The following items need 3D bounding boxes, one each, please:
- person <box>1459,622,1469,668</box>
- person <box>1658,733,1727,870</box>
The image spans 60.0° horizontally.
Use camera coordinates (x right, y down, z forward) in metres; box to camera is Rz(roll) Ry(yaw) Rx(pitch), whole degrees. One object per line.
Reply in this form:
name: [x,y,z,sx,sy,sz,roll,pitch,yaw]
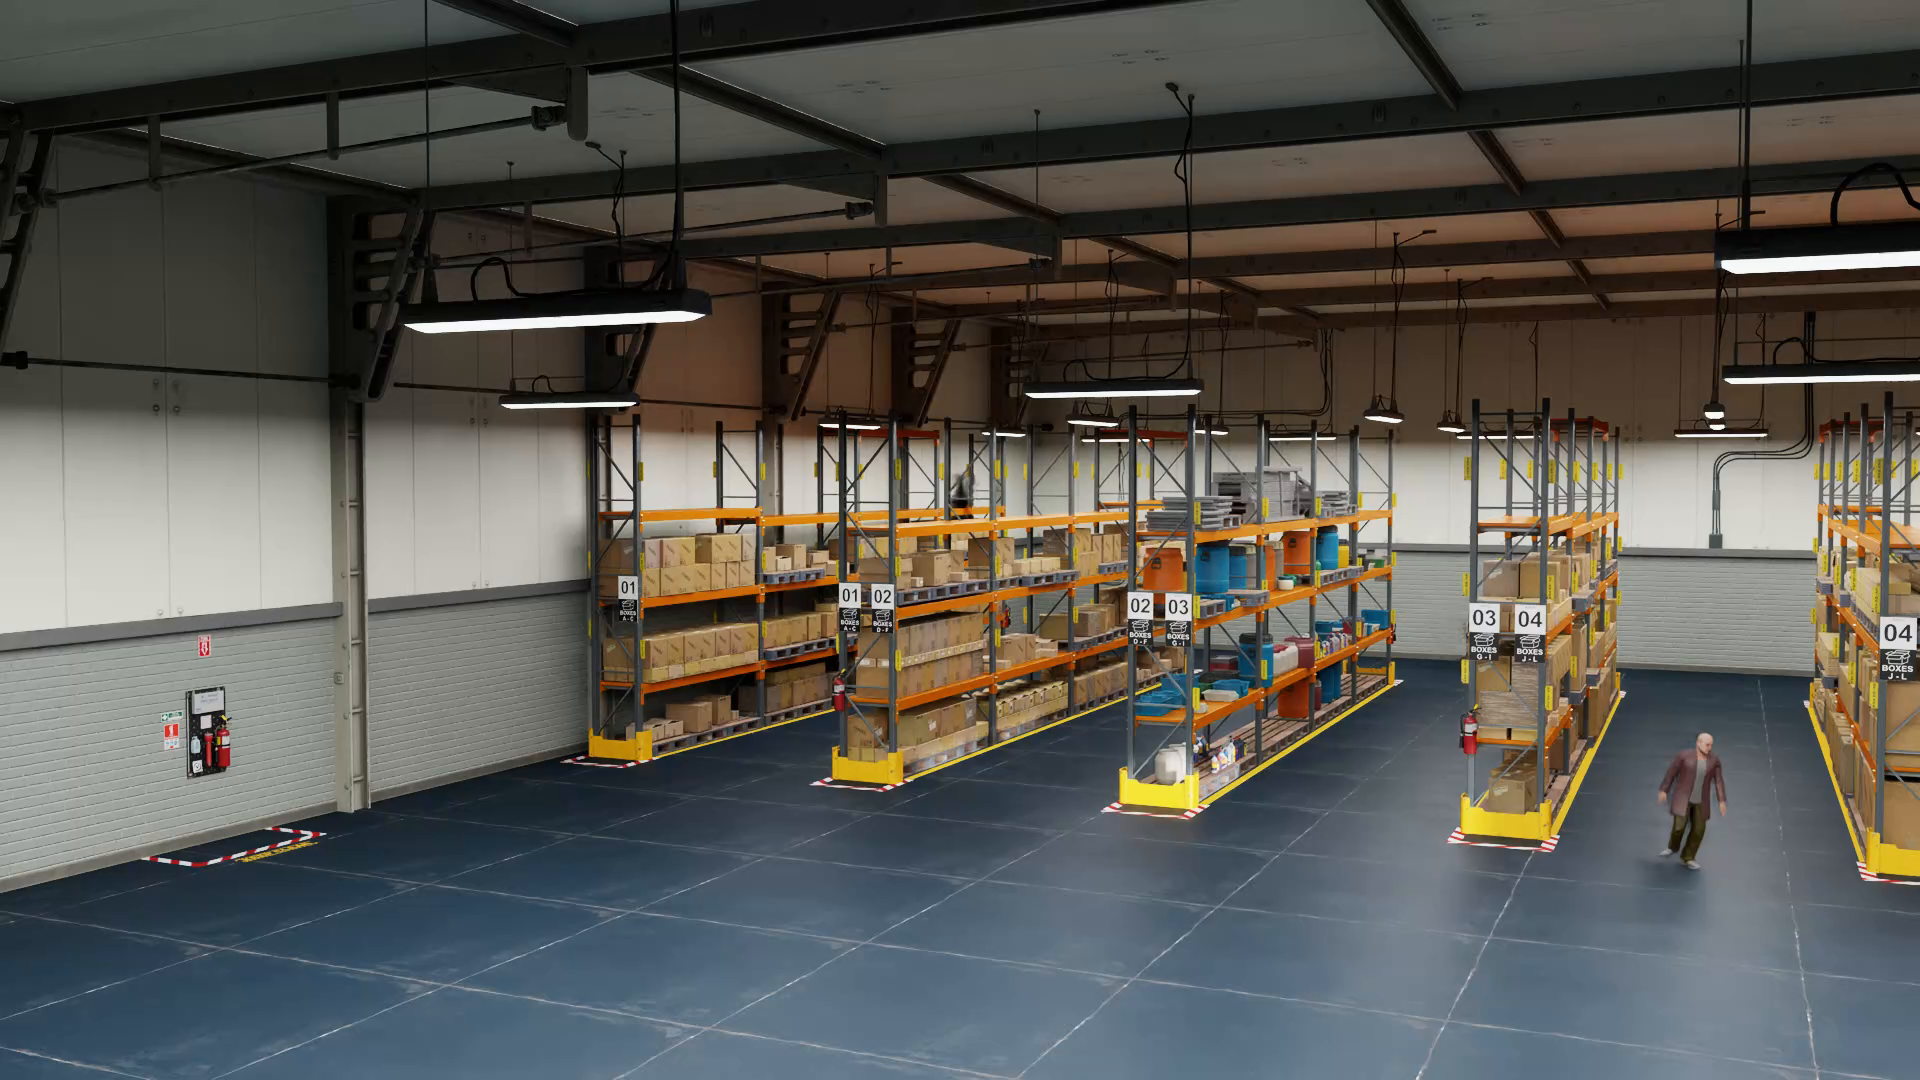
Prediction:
person: [12.783,2.509,41.371,0.650,1.586,1.037,-1,2,-16]
person: [9.224,3.269,20.970,0.731,1.736,0.591,0,2,2]
